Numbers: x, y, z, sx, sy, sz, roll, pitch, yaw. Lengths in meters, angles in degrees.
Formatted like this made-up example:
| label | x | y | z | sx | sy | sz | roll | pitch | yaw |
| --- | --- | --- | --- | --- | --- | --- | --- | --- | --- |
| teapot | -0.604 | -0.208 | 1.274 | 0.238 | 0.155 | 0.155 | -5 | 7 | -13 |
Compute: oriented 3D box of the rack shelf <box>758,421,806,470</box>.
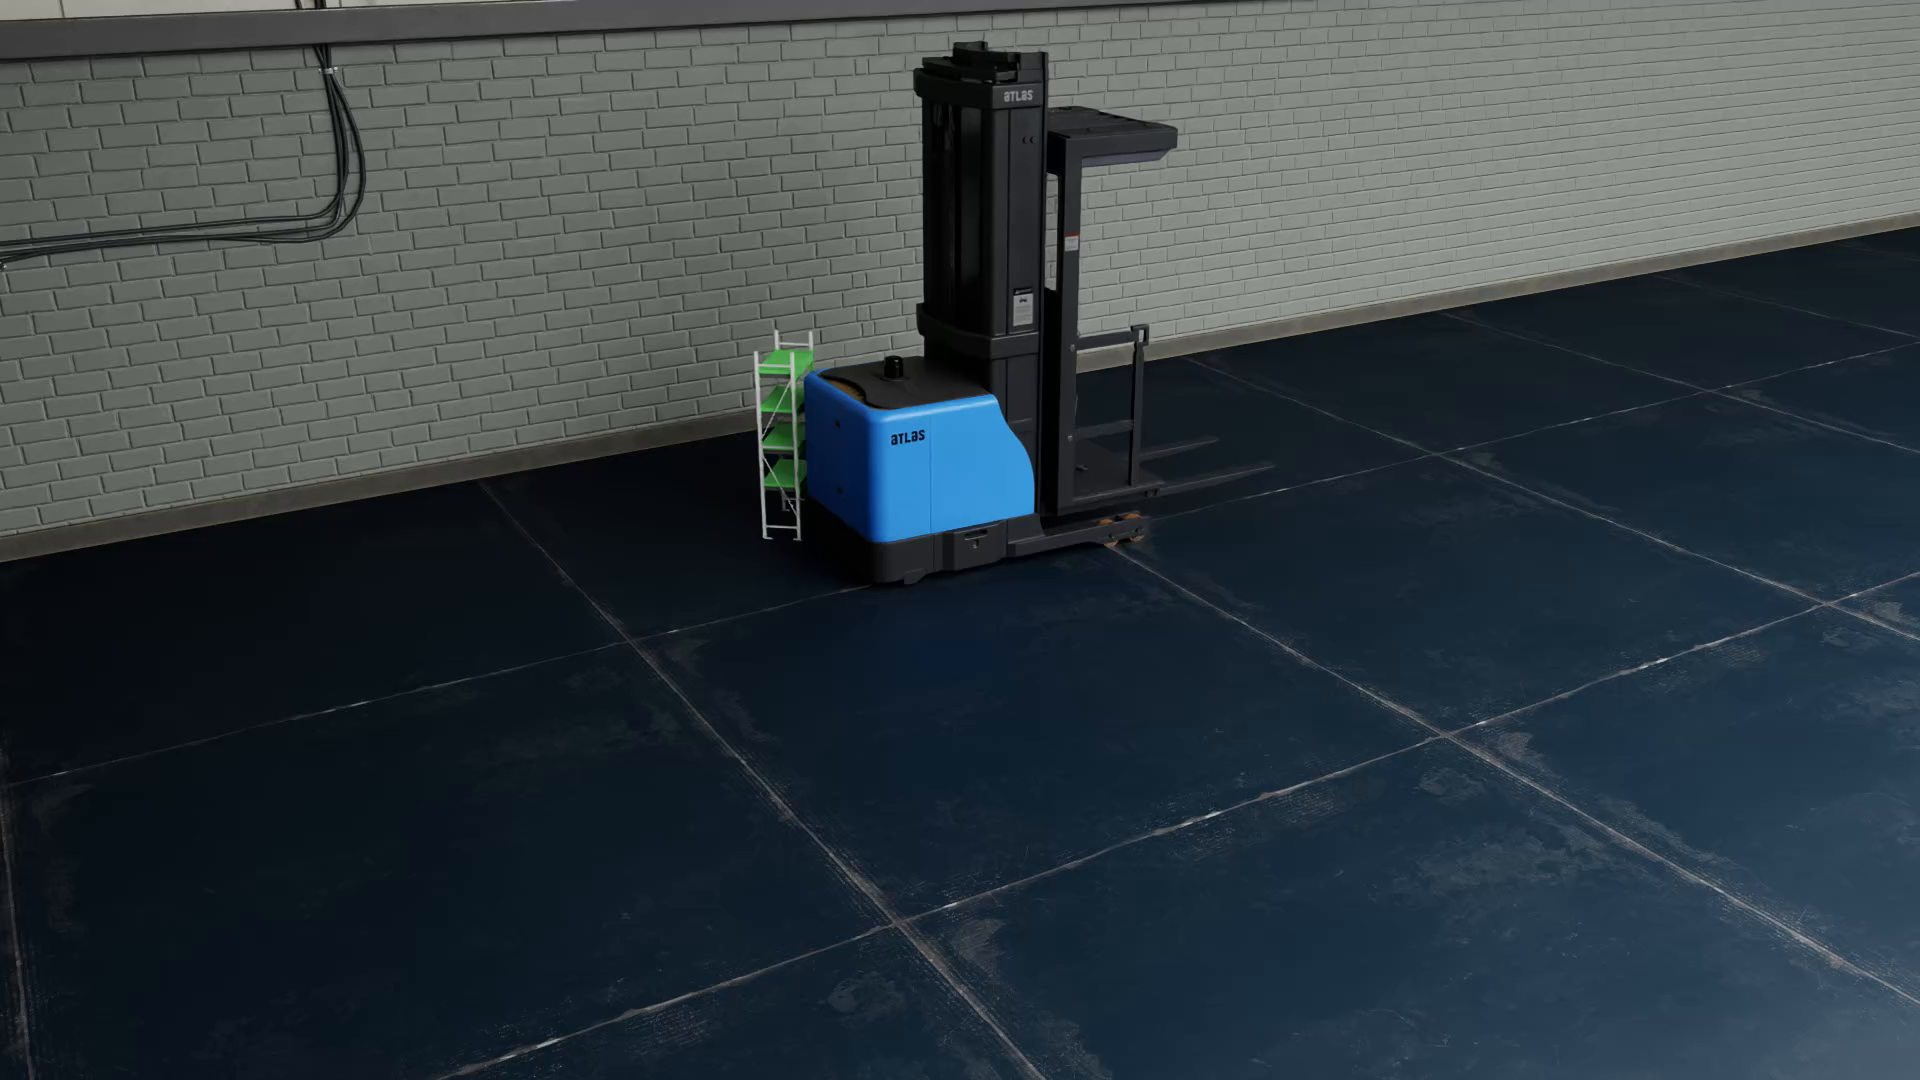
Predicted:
| label | x | y | z | sx | sy | sz | roll | pitch | yaw |
| --- | --- | --- | --- | --- | --- | --- | --- | --- | --- |
| rack shelf | -1.069 | -0.591 | 10.342 | 0.258 | 0.148 | 0.480 | 3 | 22 | 8 |

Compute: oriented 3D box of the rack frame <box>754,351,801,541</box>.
| label | x | y | z | sx | sy | sz | roll | pitch | yaw |
| --- | --- | --- | --- | --- | --- | --- | --- | --- | --- |
| rack frame | -1.105 | -0.560 | 10.094 | 0.240 | 1.200 | 0.015 | 3 | 22 | 8 |

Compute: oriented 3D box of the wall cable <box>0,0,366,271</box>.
| label | x | y | z | sx | sy | sz | roll | pitch | yaw |
| --- | --- | --- | --- | --- | --- | --- | --- | --- | --- |
| wall cable | -5.001 | -2.753 | 9.259 | 3.097 | 2.526 | 0.112 | -13 | 25 | -28 |

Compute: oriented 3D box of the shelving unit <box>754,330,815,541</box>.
| label | x | y | z | sx | sy | sz | roll | pitch | yaw |
| --- | --- | --- | --- | --- | --- | --- | --- | --- | --- |
| shelving unit | -1.069 | -0.650 | 10.318 | 0.258 | 1.200 | 0.503 | 3 | 22 | 8 |

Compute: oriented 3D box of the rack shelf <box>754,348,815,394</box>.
| label | x | y | z | sx | sy | sz | roll | pitch | yaw |
| --- | --- | --- | --- | --- | --- | --- | --- | --- | --- |
| rack shelf | -1.069 | -1.036 | 10.161 | 0.258 | 0.148 | 0.480 | 3 | 22 | 8 |

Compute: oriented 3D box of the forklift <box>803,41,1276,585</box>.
| label | x | y | z | sx | sy | sz | roll | pitch | yaw |
| --- | --- | --- | --- | --- | --- | --- | --- | --- | --- |
| forklift | 0.592 | -1.480 | 10.060 | 3.031 | 2.935 | 1.130 | -12 | 25 | -26 |

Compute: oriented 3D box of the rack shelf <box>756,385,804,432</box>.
| label | x | y | z | sx | sy | sz | roll | pitch | yaw |
| --- | --- | --- | --- | --- | --- | --- | --- | --- | --- |
| rack shelf | -1.069 | -0.814 | 10.251 | 0.258 | 0.148 | 0.480 | 3 | 22 | 8 |

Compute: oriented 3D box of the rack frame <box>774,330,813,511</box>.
| label | x | y | z | sx | sy | sz | roll | pitch | yaw |
| --- | --- | --- | --- | --- | --- | --- | --- | --- | --- |
| rack frame | -1.032 | -0.741 | 10.541 | 0.240 | 1.200 | 0.015 | 3 | 22 | 8 |

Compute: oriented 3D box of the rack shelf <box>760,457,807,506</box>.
| label | x | y | z | sx | sy | sz | roll | pitch | yaw |
| --- | --- | --- | --- | --- | --- | --- | --- | --- | --- |
| rack shelf | -1.068 | -0.369 | 10.432 | 0.258 | 0.148 | 0.480 | 3 | 22 | 8 |
